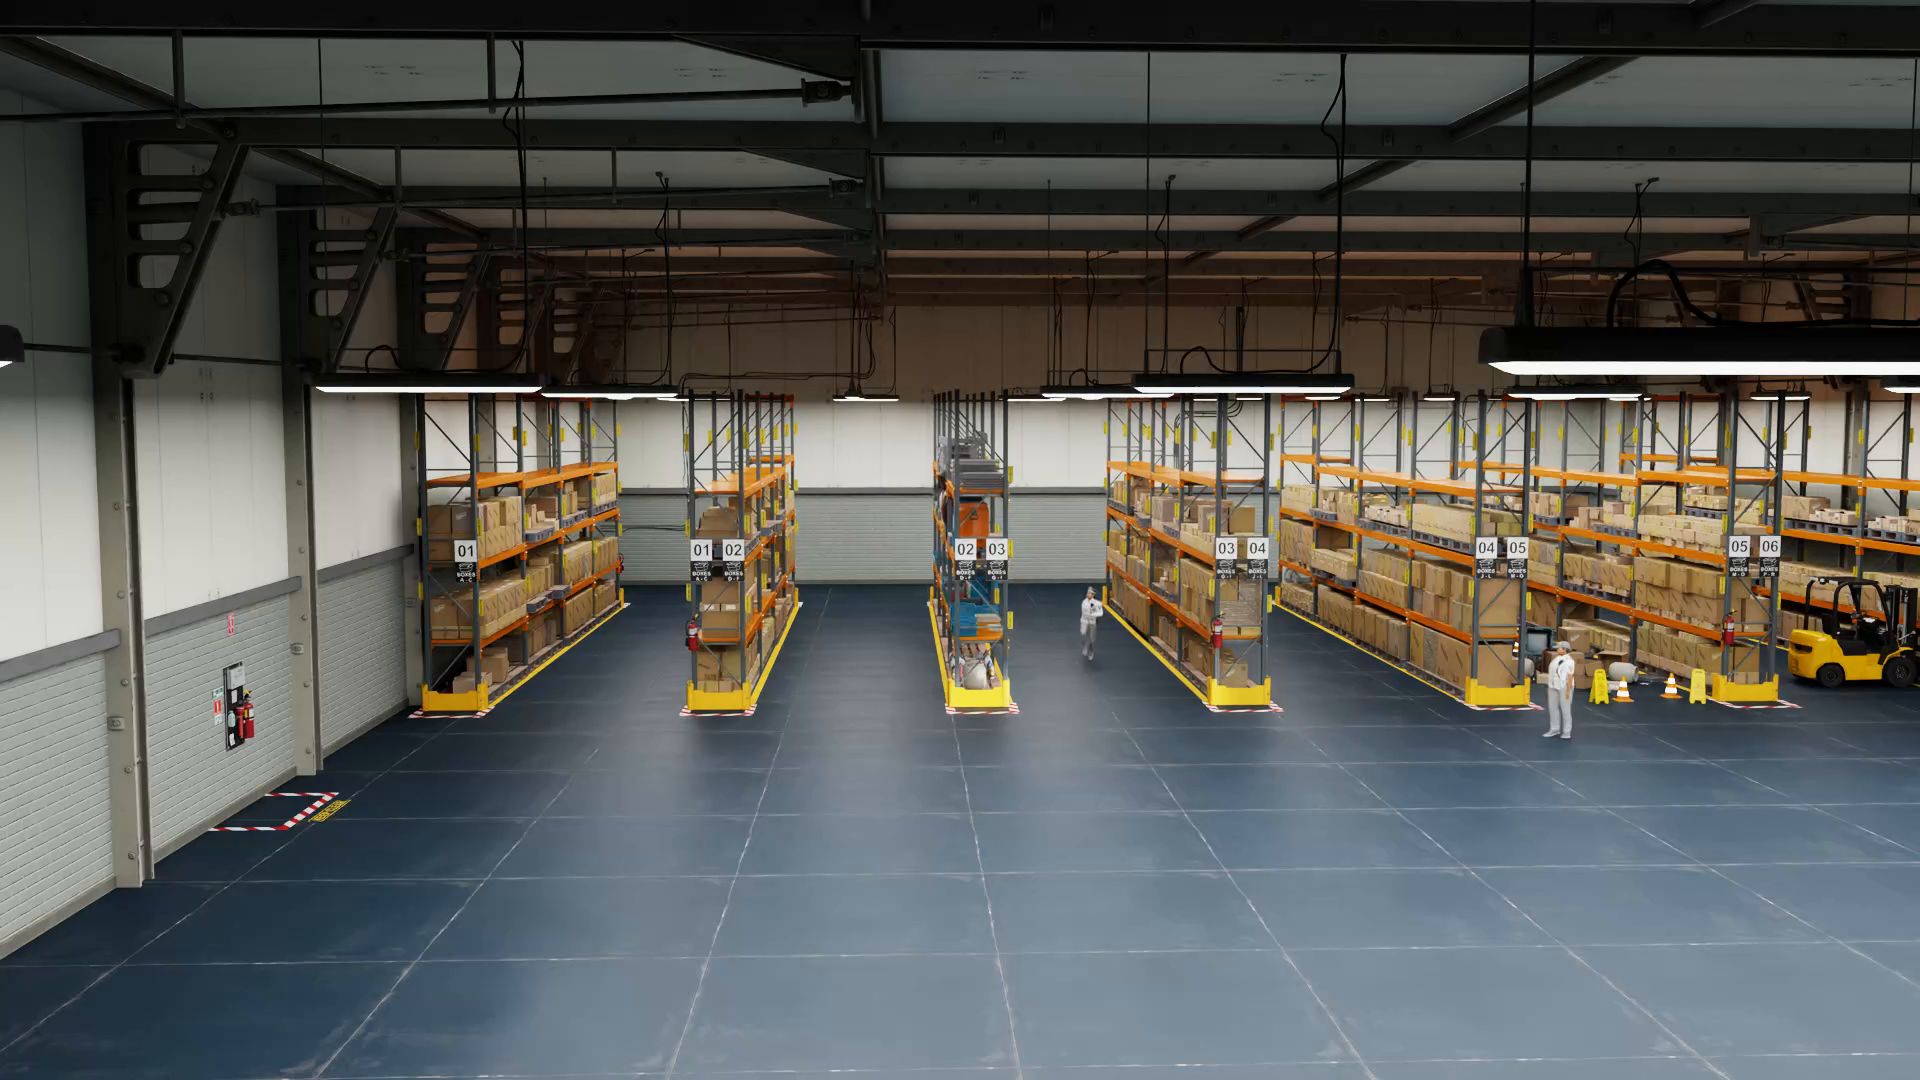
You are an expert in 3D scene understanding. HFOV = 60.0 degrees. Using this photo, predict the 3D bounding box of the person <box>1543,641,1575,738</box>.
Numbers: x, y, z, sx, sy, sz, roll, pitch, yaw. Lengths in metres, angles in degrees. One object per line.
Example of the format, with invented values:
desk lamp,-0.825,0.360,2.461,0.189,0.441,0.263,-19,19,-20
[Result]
person,10.294,2.574,28.590,0.433,1.692,0.559,-3,5,-32

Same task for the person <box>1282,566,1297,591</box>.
person,9.907,0.792,50.245,0.527,1.626,1.012,4,6,37

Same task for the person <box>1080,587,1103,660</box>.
person,2.868,1.850,36.762,0.421,1.661,0.852,0,5,3

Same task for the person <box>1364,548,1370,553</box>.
person,11.344,1.083,46.284,0.401,1.738,0.546,1,5,14
